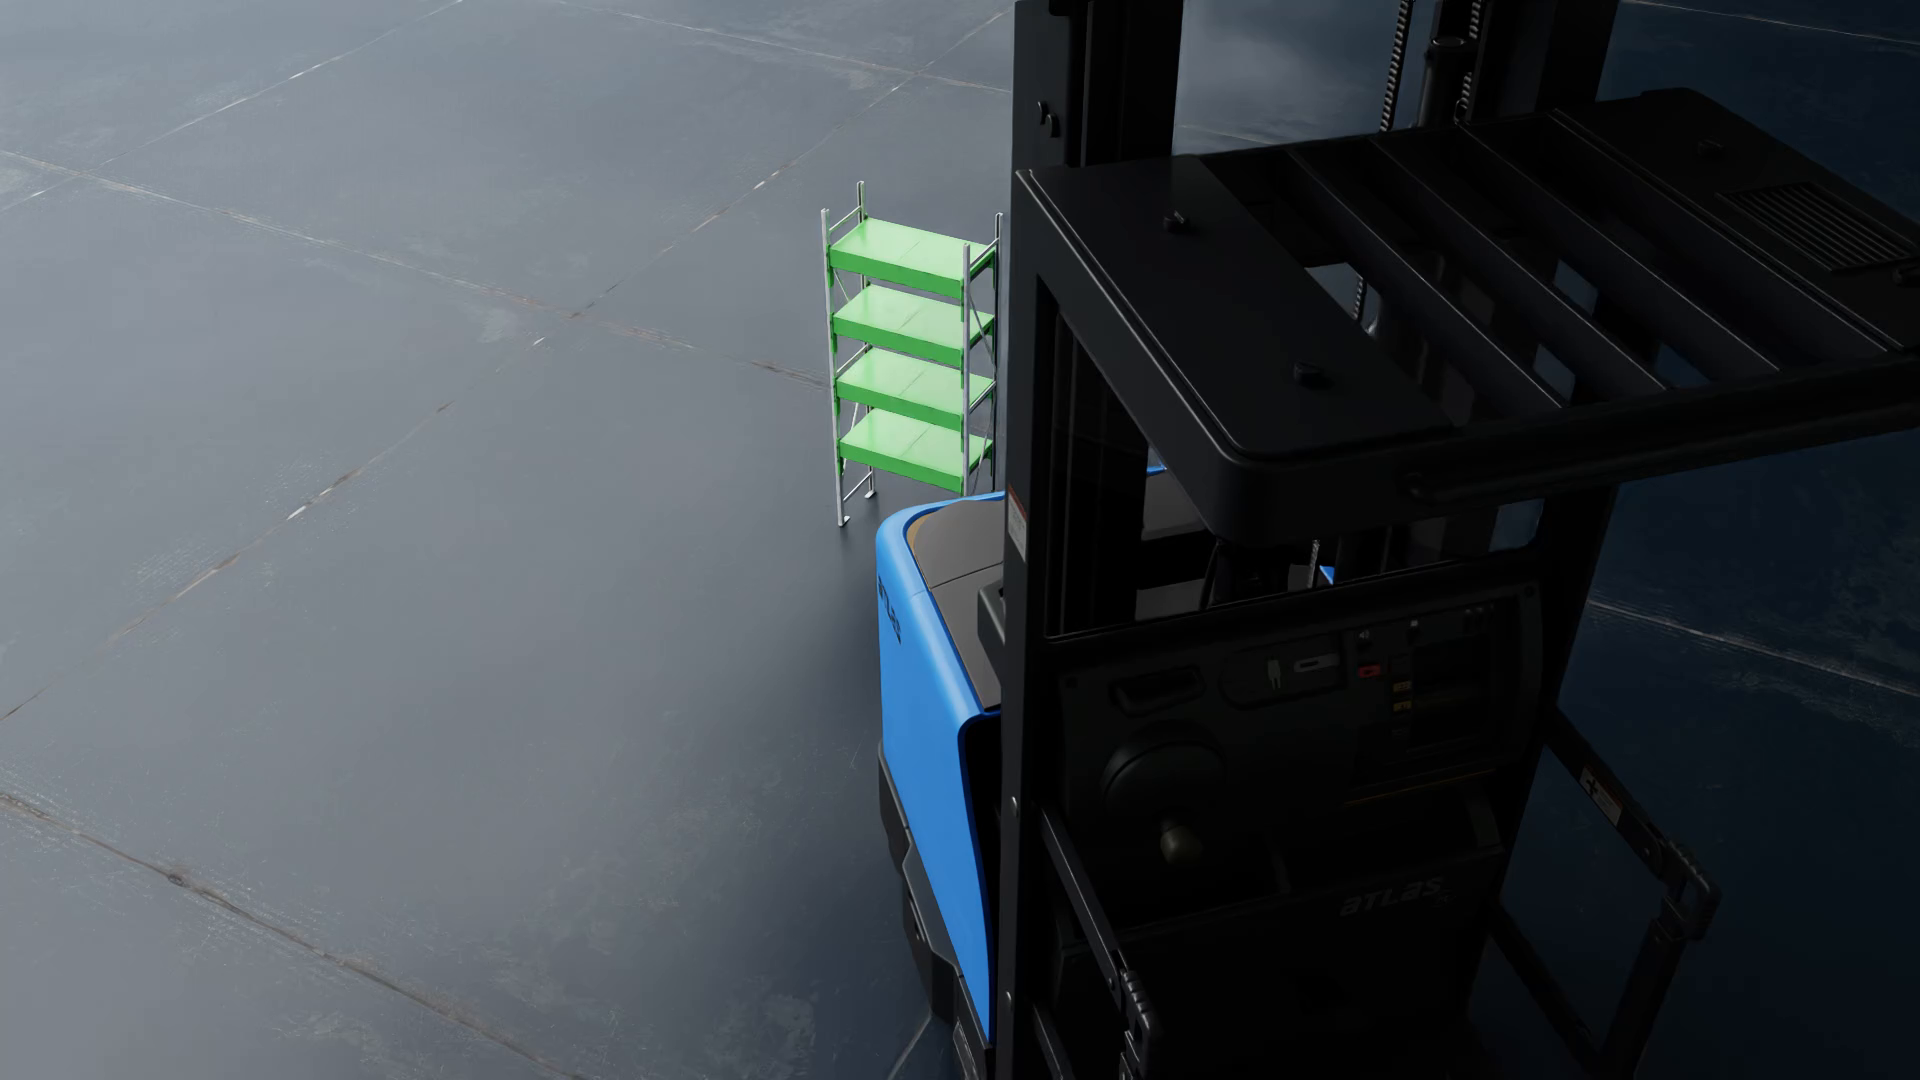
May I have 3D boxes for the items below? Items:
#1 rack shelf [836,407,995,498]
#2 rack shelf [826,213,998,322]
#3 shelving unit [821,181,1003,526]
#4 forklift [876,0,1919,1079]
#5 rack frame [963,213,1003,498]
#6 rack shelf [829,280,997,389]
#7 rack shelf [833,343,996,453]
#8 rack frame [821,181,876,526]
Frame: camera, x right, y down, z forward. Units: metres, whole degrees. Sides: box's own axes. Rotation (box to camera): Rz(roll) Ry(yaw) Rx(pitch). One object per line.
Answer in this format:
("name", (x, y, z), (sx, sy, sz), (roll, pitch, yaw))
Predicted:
("rack shelf", (-0.147, -0.282, 5.632), (0.480, 0.148, 0.258), (17, 41, 21))
("rack shelf", (-0.147, -0.855, 5.196), (0.480, 0.148, 0.258), (17, 41, 21))
("shelving unit", (-0.147, -0.524, 5.448), (0.503, 1.200, 0.258), (17, 41, 21))
("forklift", (0.682, 0.390, 2.813), (1.130, 2.935, 3.031), (-10, 38, -13))
("rack frame", (0.070, -0.456, 5.358), (0.015, 1.200, 0.240), (17, 41, 21))
("rack shelf", (-0.147, -0.664, 5.341), (0.480, 0.148, 0.258), (17, 41, 21))
("rack shelf", (-0.147, -0.473, 5.486), (0.480, 0.148, 0.258), (17, 41, 21))
("rack frame", (-0.364, -0.592, 5.537), (0.015, 1.200, 0.240), (17, 41, 21))
